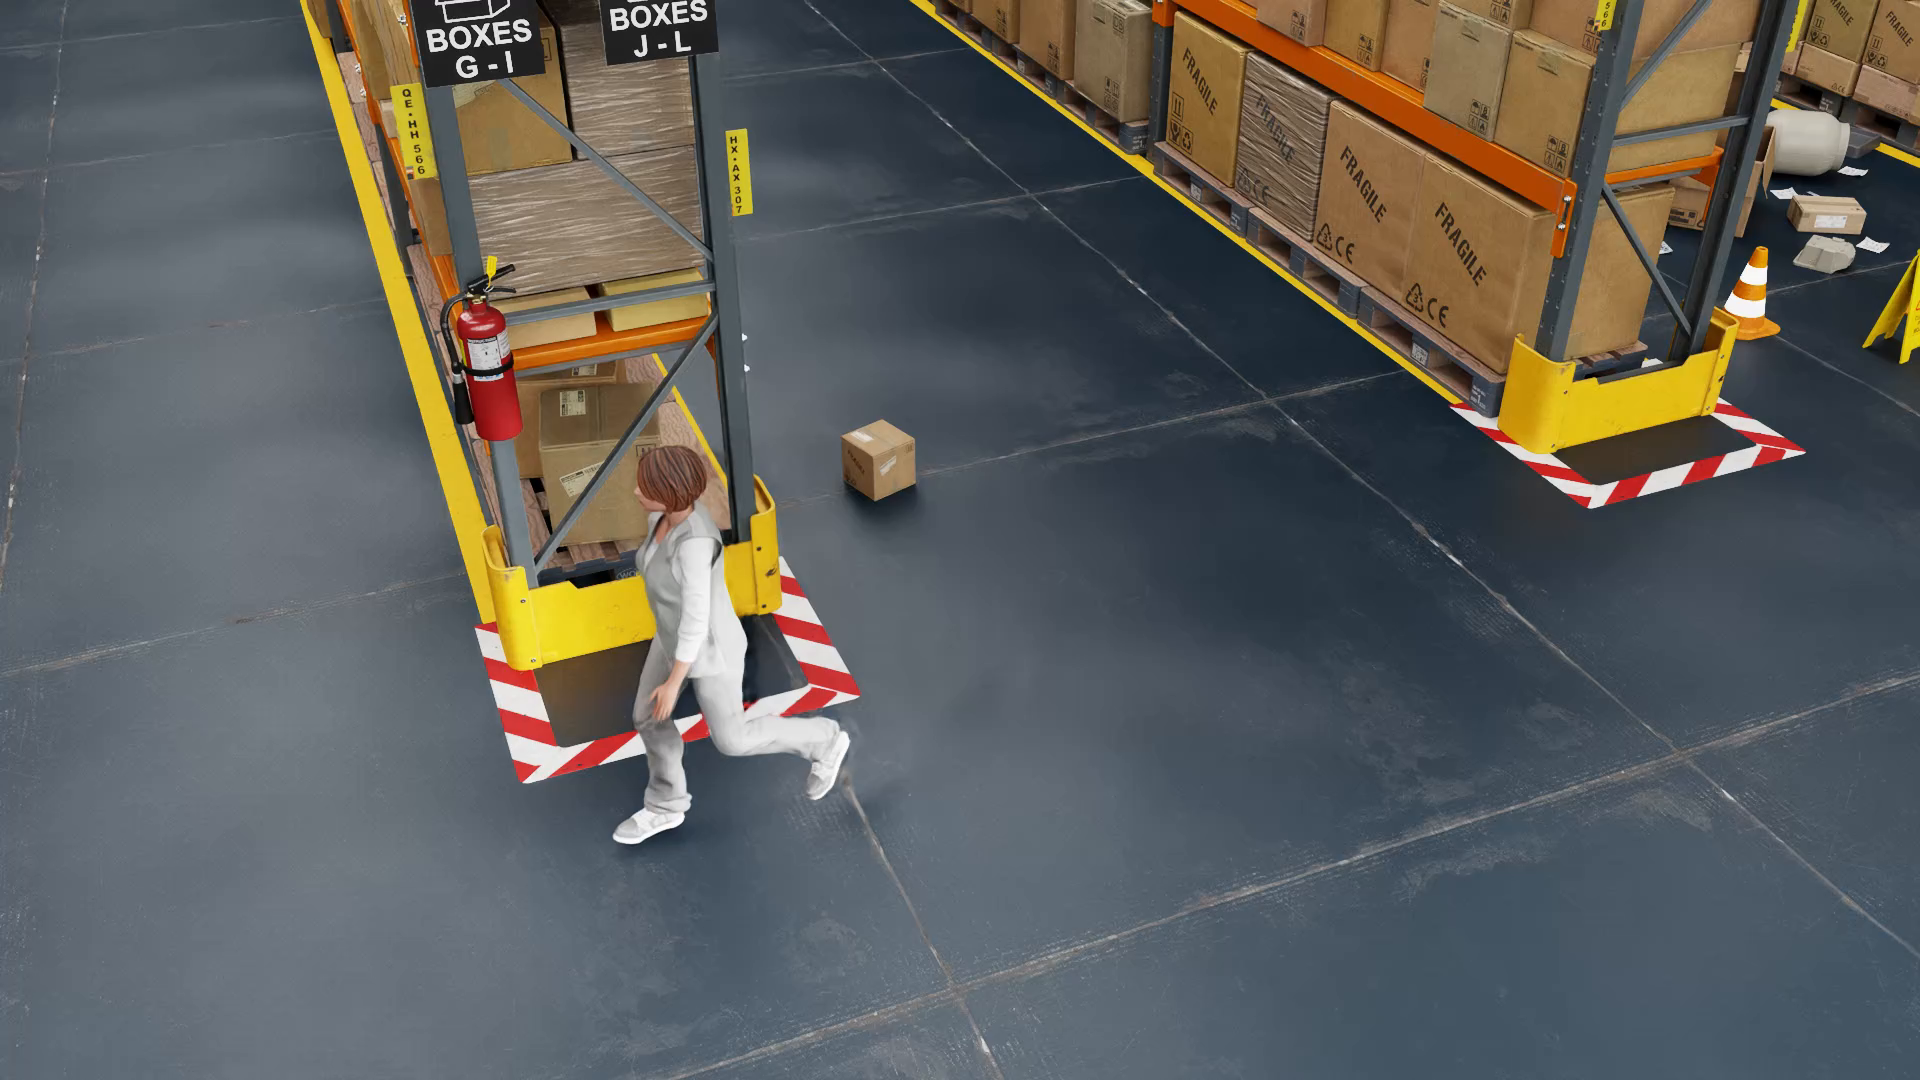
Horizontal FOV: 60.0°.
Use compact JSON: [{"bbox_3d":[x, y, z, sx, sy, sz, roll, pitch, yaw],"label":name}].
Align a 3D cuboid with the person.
[{"bbox_3d":[-0.834,0.344,5.643,0.875,1.539,0.440,-16,37,-22],"label":"person"}]
